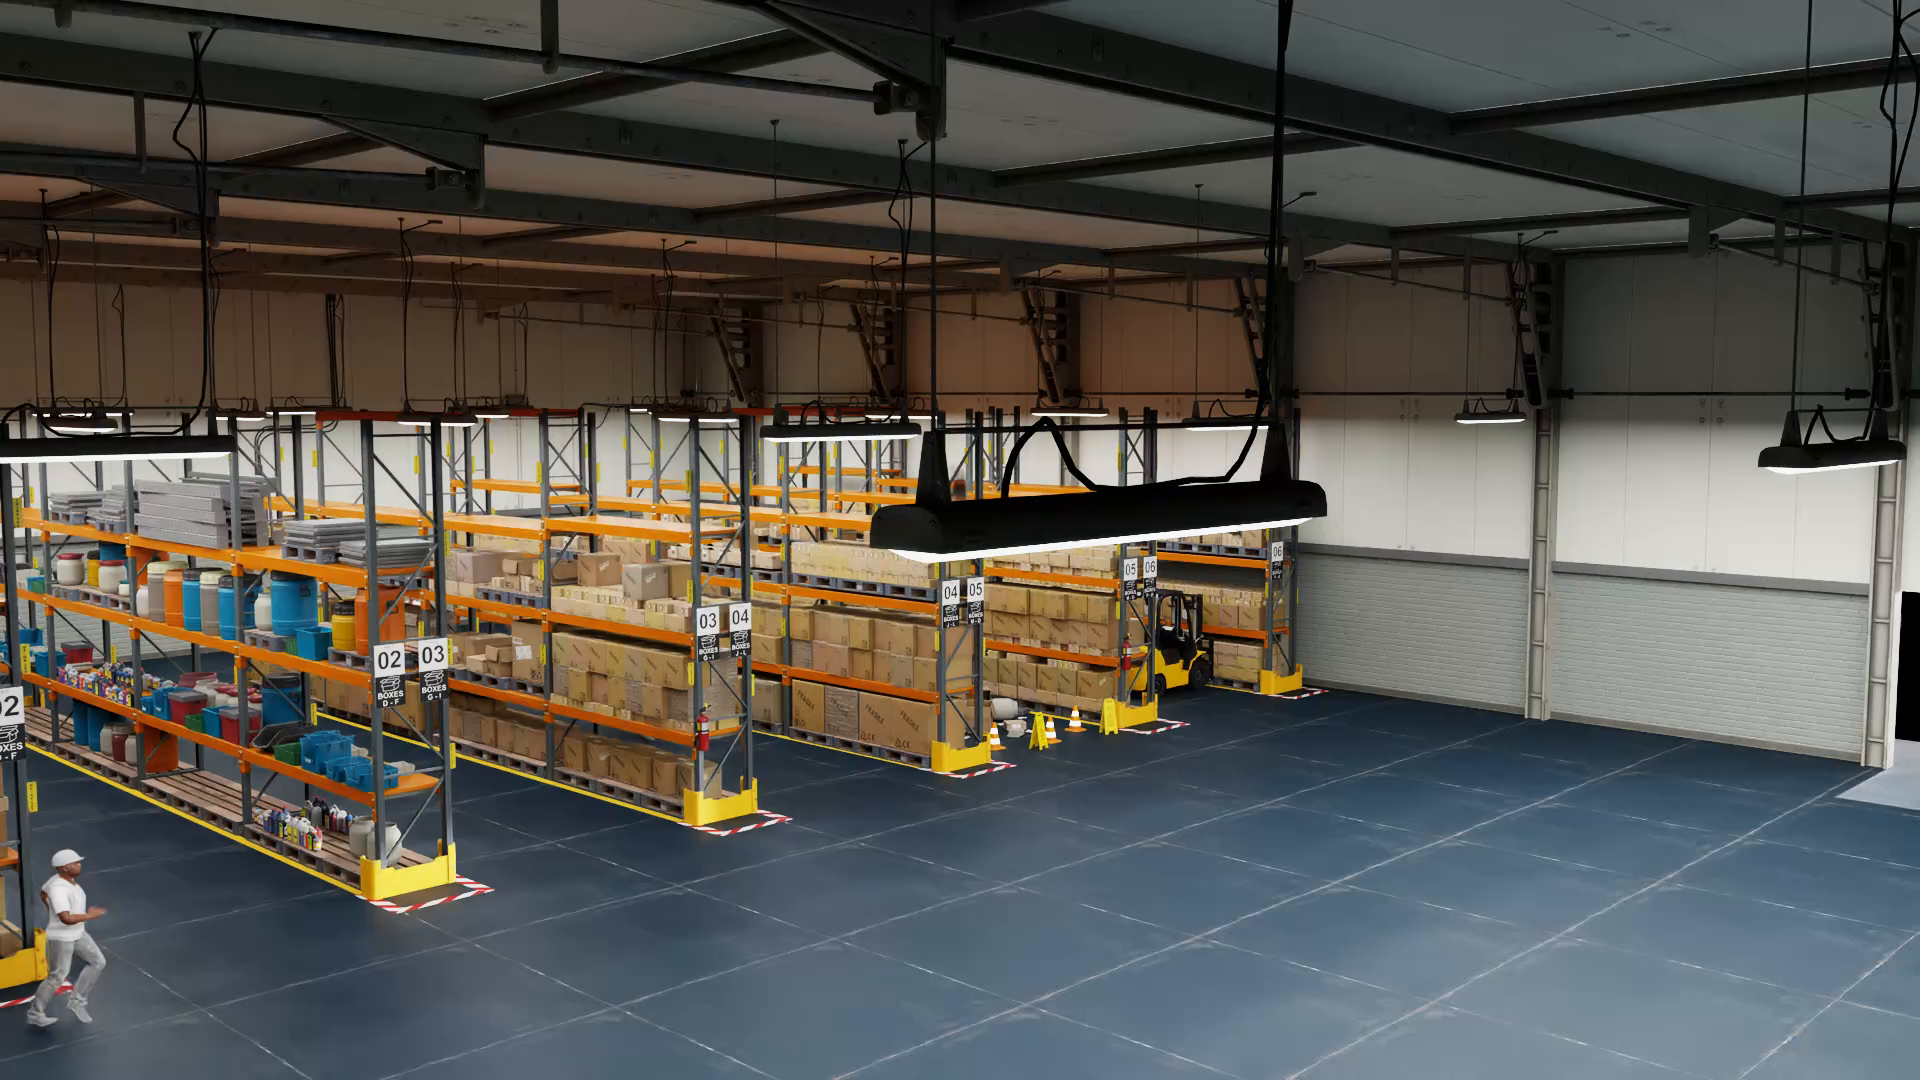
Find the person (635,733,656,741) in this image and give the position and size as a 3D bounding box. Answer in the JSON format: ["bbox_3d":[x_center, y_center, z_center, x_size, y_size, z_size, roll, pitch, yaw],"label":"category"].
[{"bbox_3d":[-5.681,2.821,30.389,0.585,1.671,0.609,4,7,41],"label":"person"}]

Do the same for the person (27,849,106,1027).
[{"bbox_3d":[-8.935,3.985,16.650,0.750,1.786,0.725,-1,5,-13],"label":"person"}]

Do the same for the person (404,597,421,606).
[{"bbox_3d":[-12.881,2.037,38.869,0.742,1.699,0.829,2,6,25],"label":"person"}]

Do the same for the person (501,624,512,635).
[{"bbox_3d":[-11.153,1.792,41.669,0.820,1.724,0.693,-5,7,-45],"label":"person"}]
